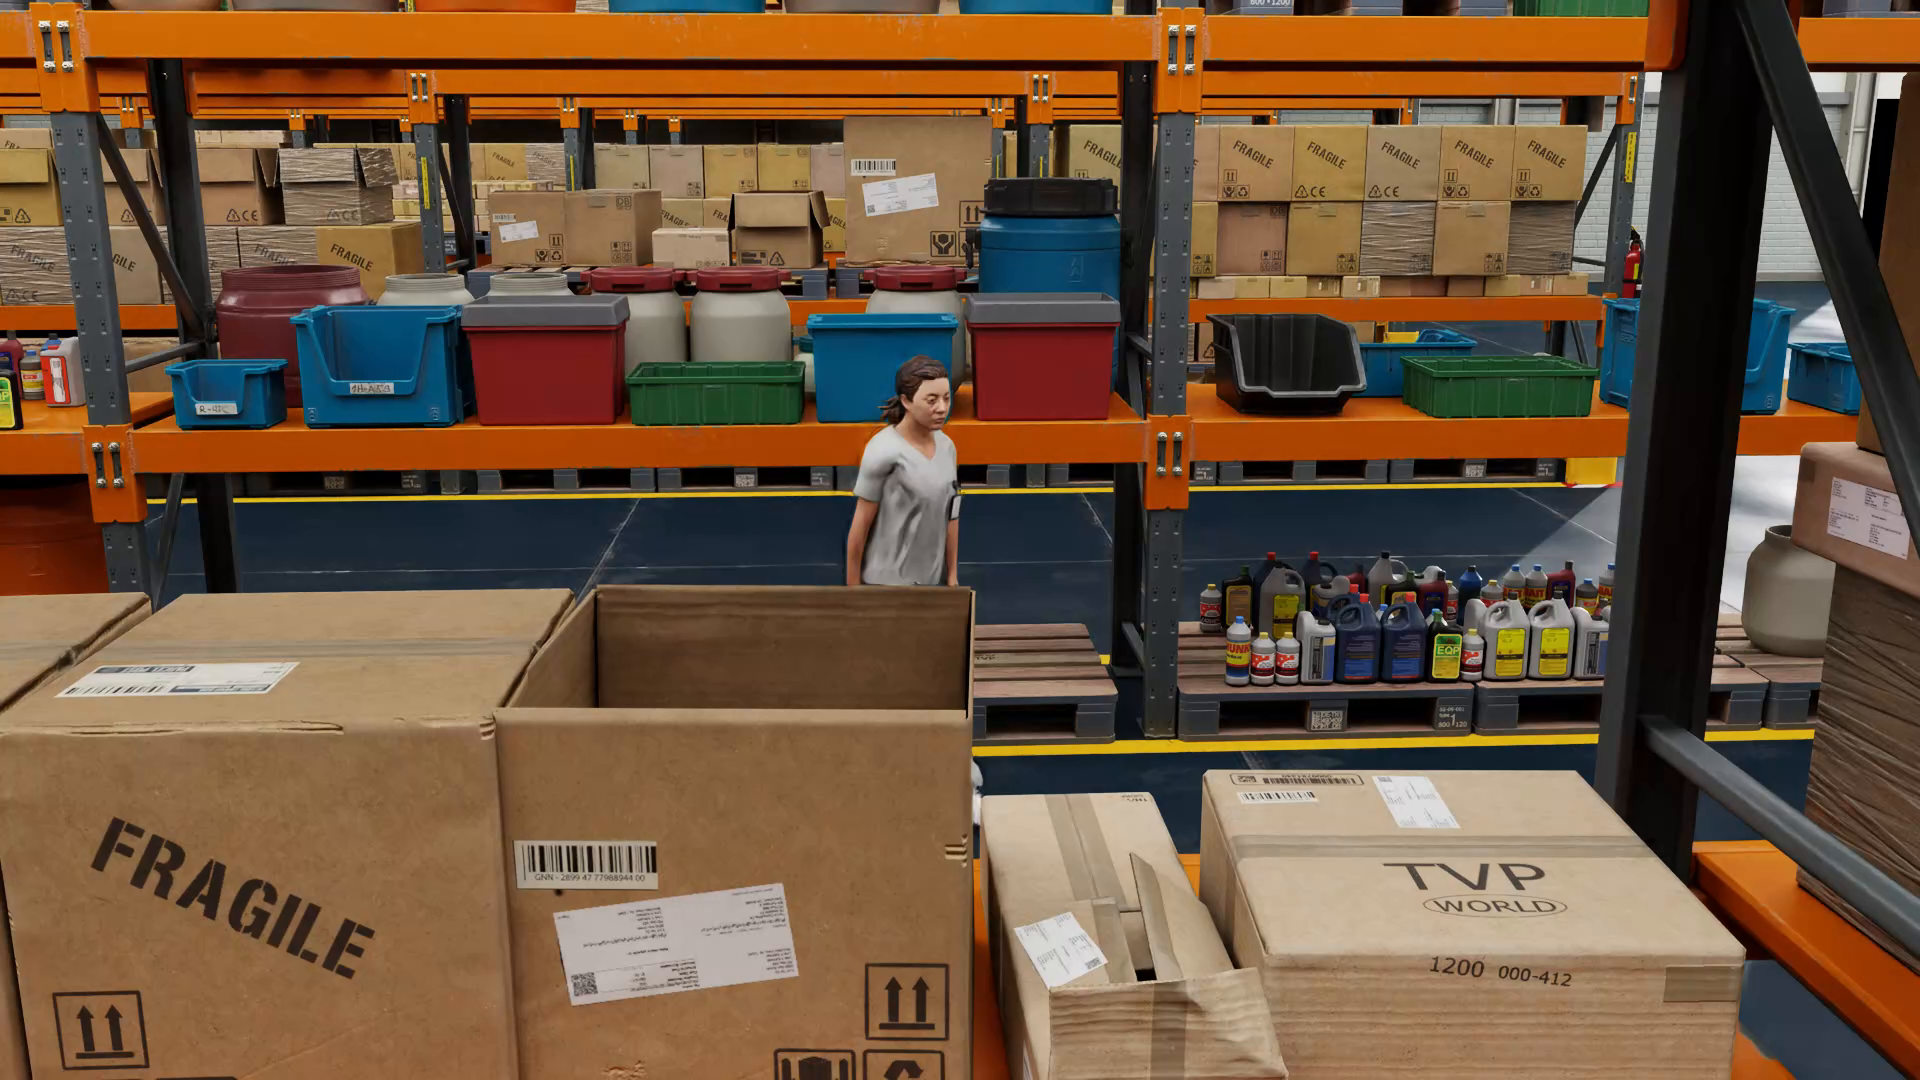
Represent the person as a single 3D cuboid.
[{"bbox_3d":[-0.162,0.129,5.981,1.048,1.600,0.452,10,17,35],"label":"person"}]
